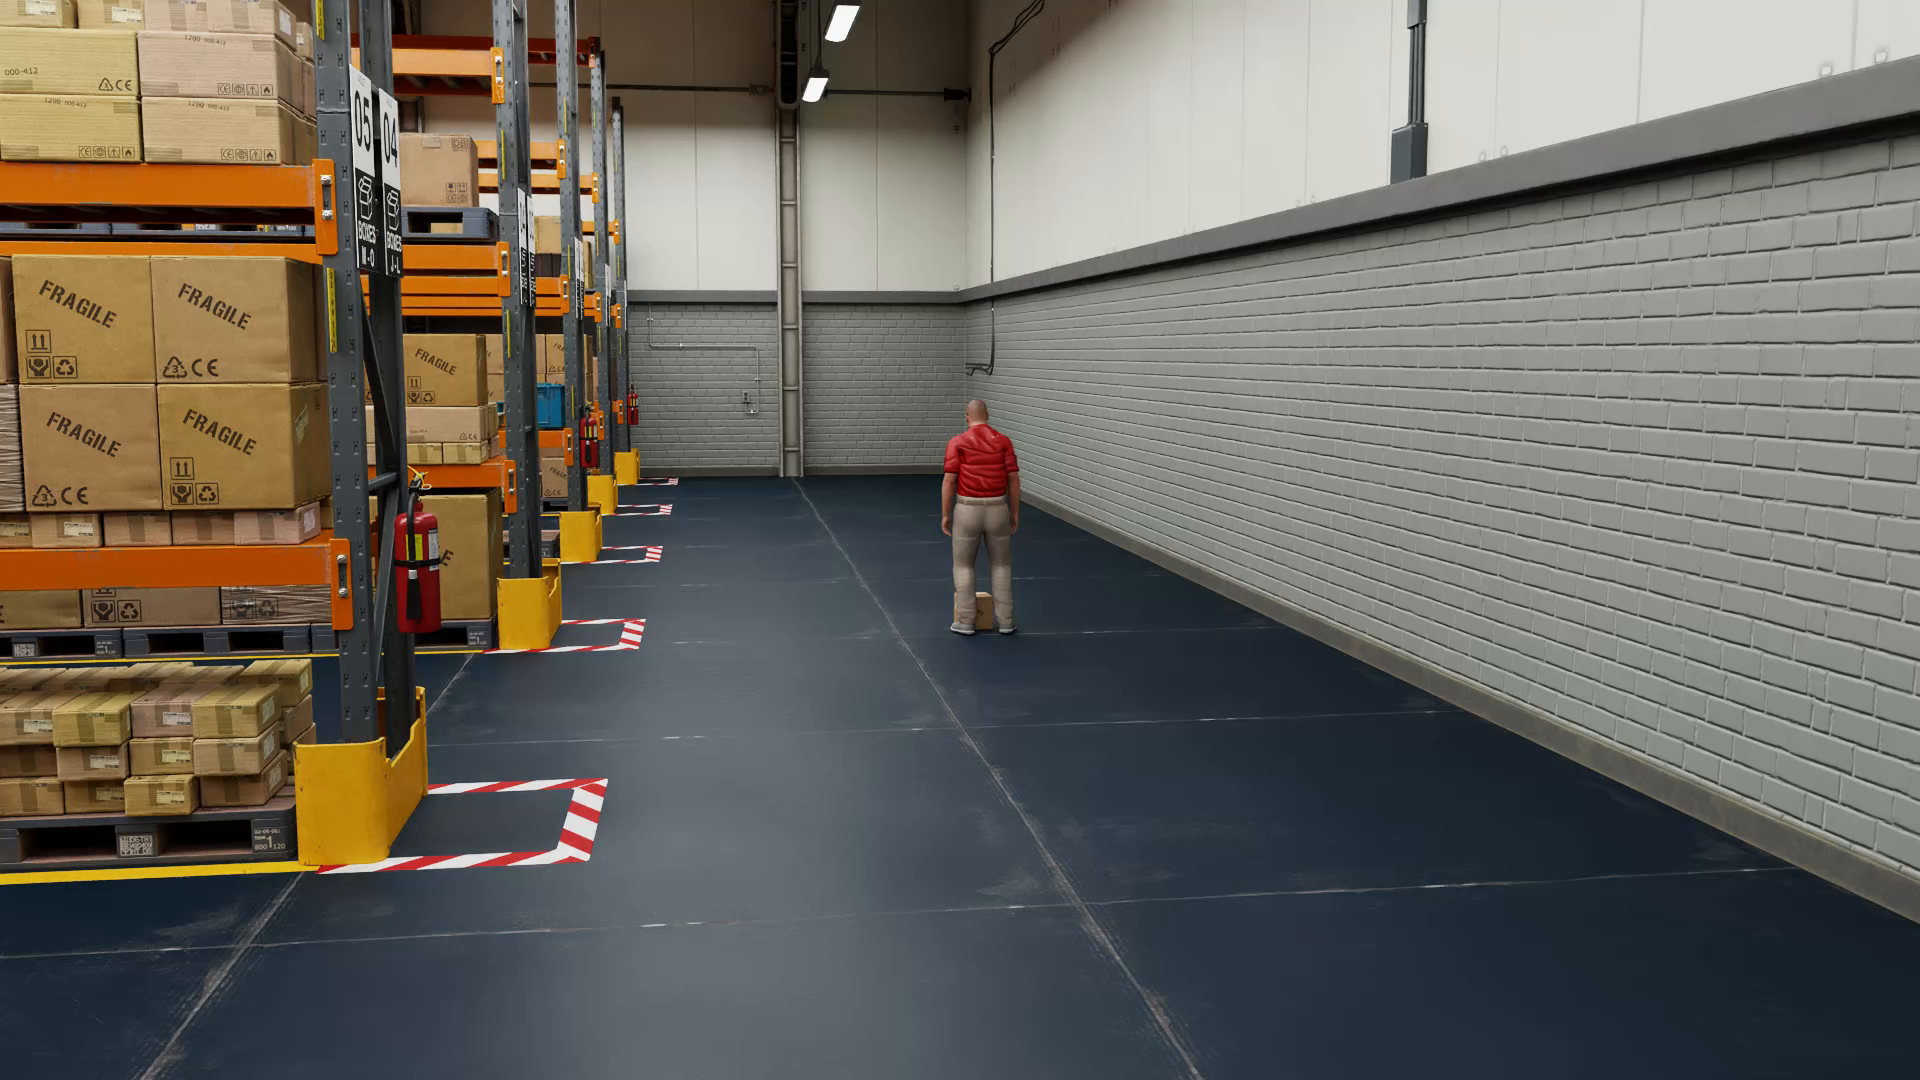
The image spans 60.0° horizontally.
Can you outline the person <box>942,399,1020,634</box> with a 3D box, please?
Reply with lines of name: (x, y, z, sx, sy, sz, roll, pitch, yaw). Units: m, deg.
person: (0.154, -0.170, 12.278, 0.586, 1.727, 0.390, -1, 7, -9)
